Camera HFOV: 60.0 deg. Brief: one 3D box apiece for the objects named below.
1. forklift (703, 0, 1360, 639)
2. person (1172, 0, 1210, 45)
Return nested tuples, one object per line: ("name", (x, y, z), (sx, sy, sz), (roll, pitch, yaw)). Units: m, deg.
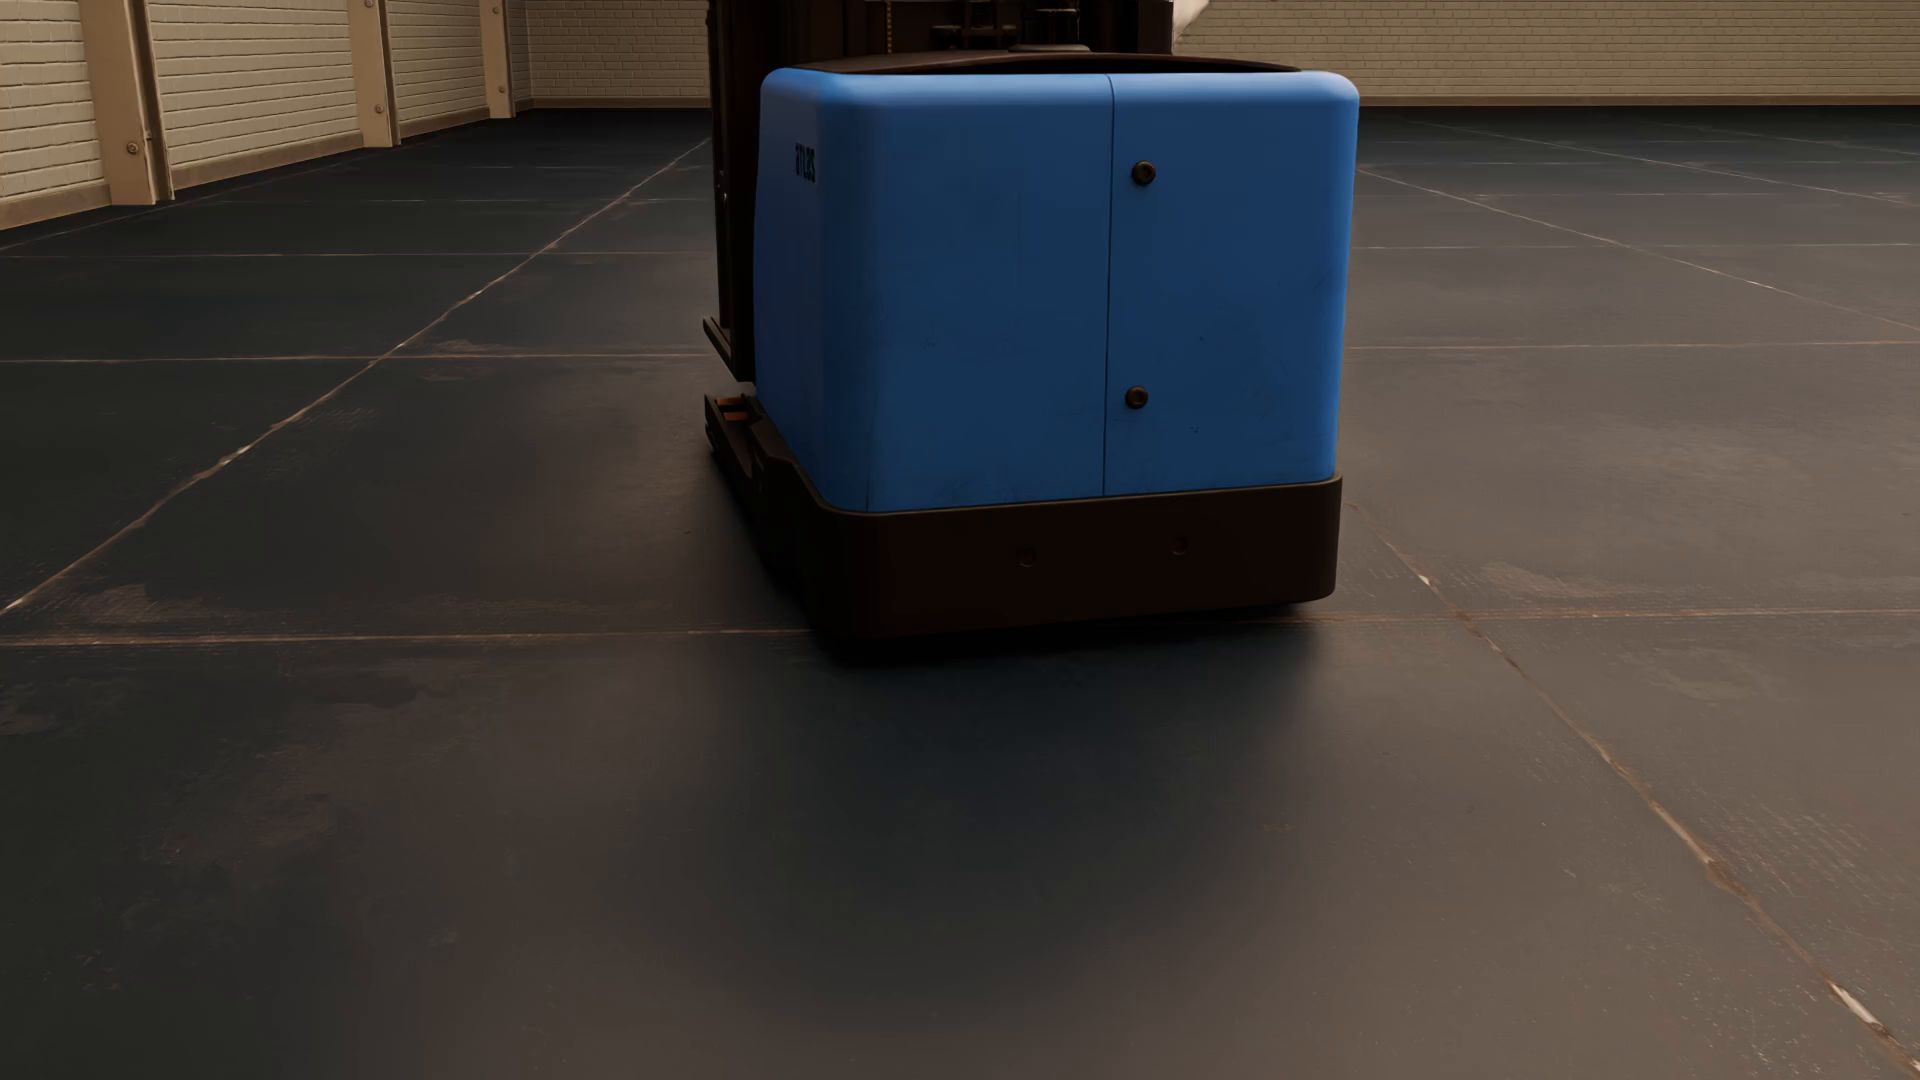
("forklift", (-0.101, -1.609, 4.169), (1.130, 2.935, 3.031), (-4, 18, -14))
("person", (0.260, -1.268, 5.090), (1.080, 1.557, 0.811), (9, 19, 27))
